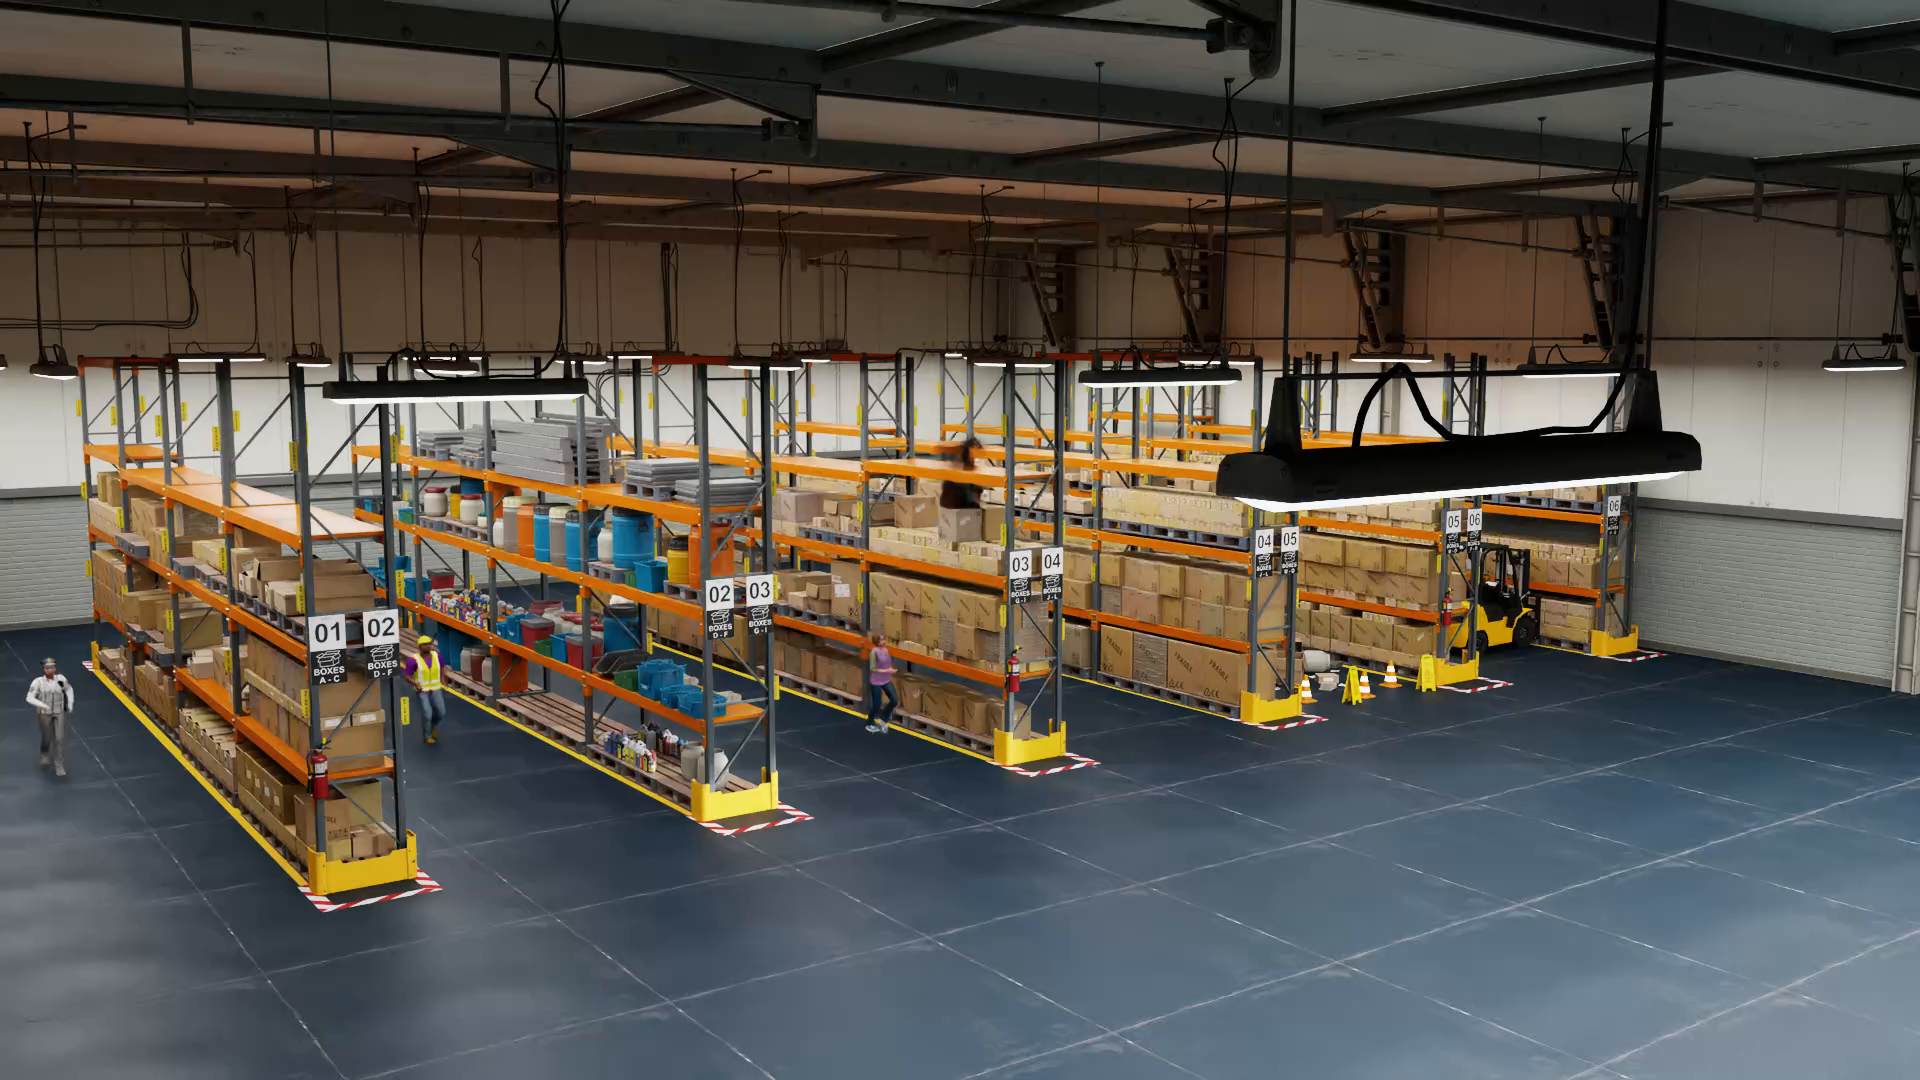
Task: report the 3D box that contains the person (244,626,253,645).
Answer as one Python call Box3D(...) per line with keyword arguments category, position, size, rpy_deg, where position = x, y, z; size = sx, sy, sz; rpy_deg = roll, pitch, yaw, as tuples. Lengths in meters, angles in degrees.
Box3D(category="person", position=(-13.547, 1.615, 31.946), size=(0.703, 1.730, 0.671), rpy_deg=(-7, 10, -44))

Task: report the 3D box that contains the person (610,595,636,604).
Box3D(category="person", position=(-6.325, 1.621, 31.450), size=(1.049, 1.755, 0.714), rpy_deg=(6, 9, 43))

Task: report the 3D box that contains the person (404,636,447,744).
Box3D(category="person", position=(-8.258, 2.339, 25.865), size=(0.674, 1.721, 0.537), rpy_deg=(-5, 9, -37))

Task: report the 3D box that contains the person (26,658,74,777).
Box3D(category="person", position=(-13.293, 2.551, 24.339), size=(0.637, 1.709, 0.813), rpy_deg=(-5, 9, -37))

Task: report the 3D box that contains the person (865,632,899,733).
Box3D(category="person", position=(-1.190, 2.185, 25.358), size=(0.644, 1.578, 0.510), rpy_deg=(6, 9, 42))
